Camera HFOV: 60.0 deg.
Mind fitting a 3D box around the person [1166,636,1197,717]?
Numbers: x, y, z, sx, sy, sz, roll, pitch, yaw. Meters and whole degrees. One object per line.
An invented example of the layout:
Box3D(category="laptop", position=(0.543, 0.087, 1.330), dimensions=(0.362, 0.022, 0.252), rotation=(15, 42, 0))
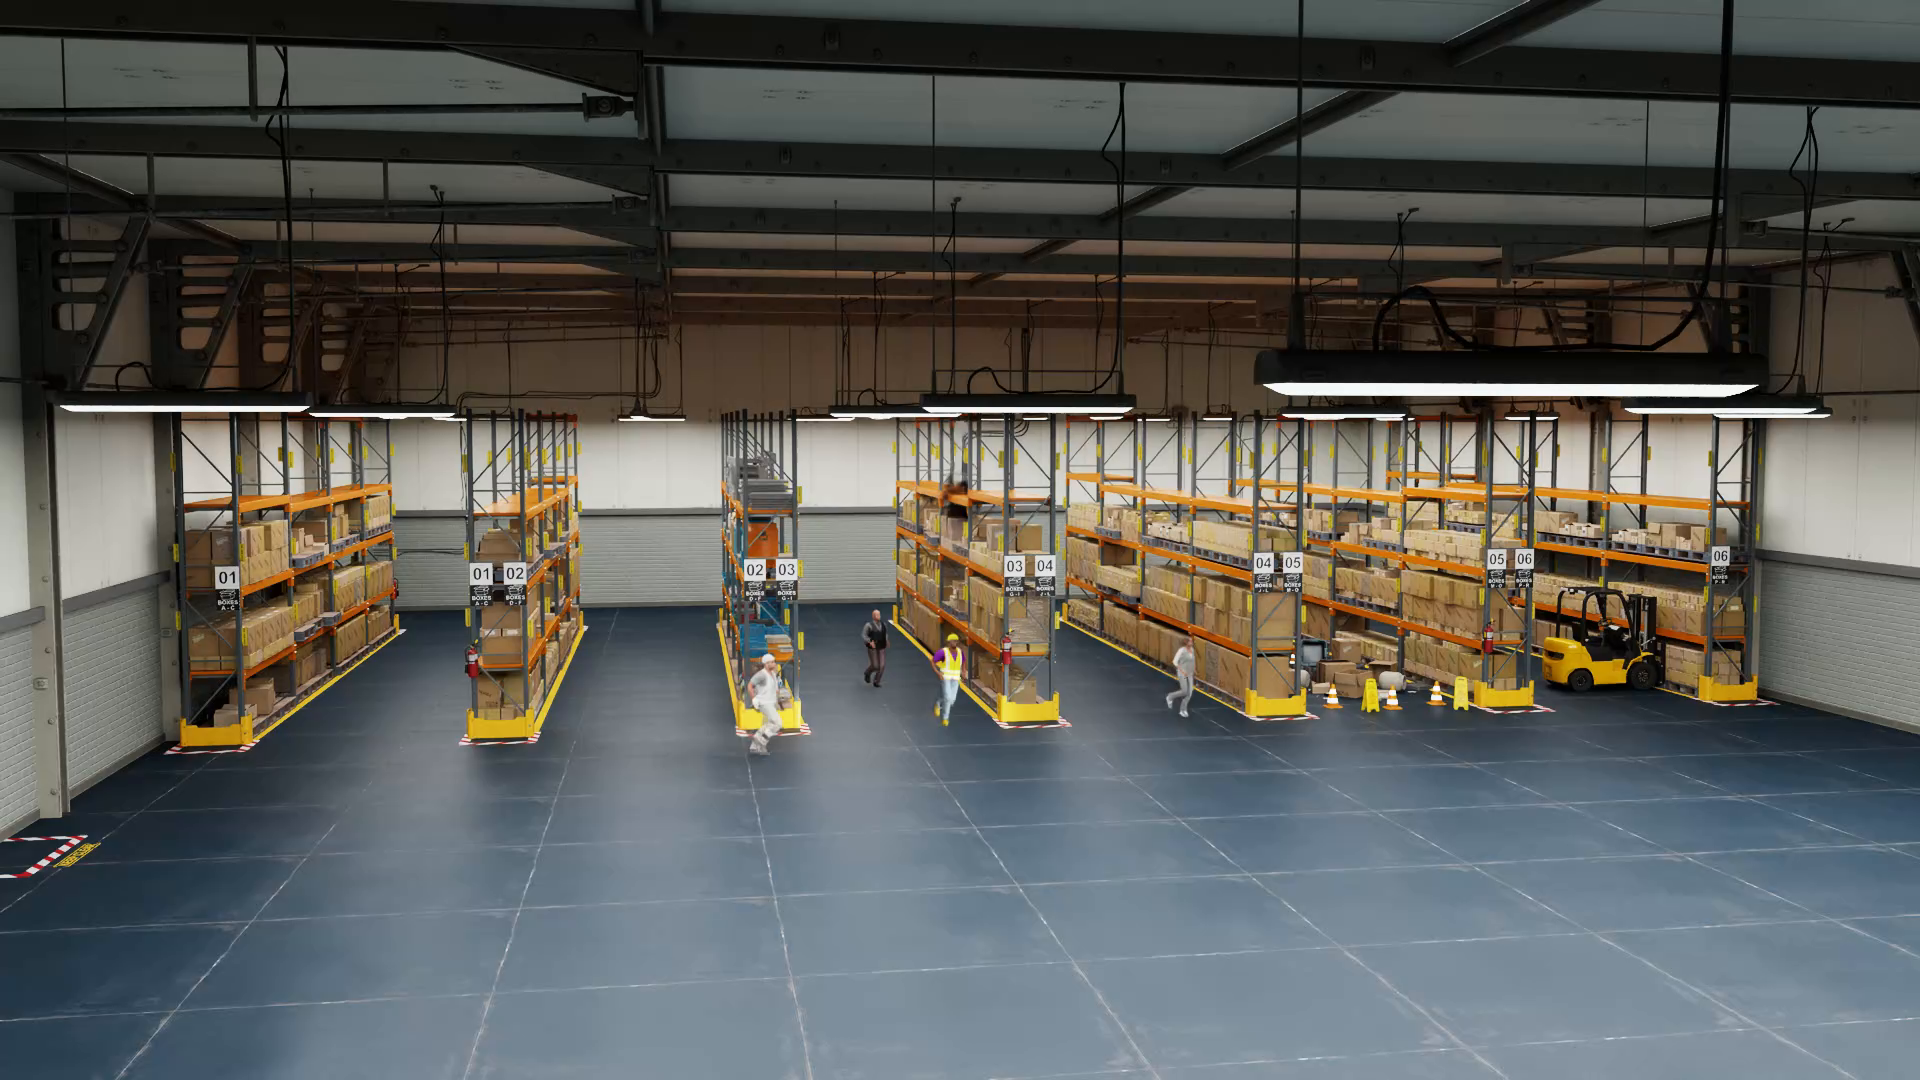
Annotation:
Box3D(category="person", position=(4.420, 2.676, 32.829), dimensions=(0.576, 1.580, 0.599), rotation=(-3, 5, -40))

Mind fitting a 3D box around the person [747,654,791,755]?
Box3D(category="person", position=(-3.287, 2.831, 28.629), dimensions=(0.739, 1.739, 0.654), rotation=(1, 4, 14))

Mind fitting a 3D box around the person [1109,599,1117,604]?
Box3D(category="person", position=(4.691, 1.436, 49.222), dimensions=(0.773, 1.757, 0.692), rotation=(-3, 5, -40))

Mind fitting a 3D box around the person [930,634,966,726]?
Box3D(category="person", position=(-0.213, 2.651, 31.910), dimensions=(0.776, 1.717, 0.711), rotation=(-2, 5, -30))

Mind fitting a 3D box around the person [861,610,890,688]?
Box3D(category="person", position=(-1.821, 2.361, 36.158), dimensions=(0.645, 1.677, 0.580), rotation=(-2, 5, -31))
